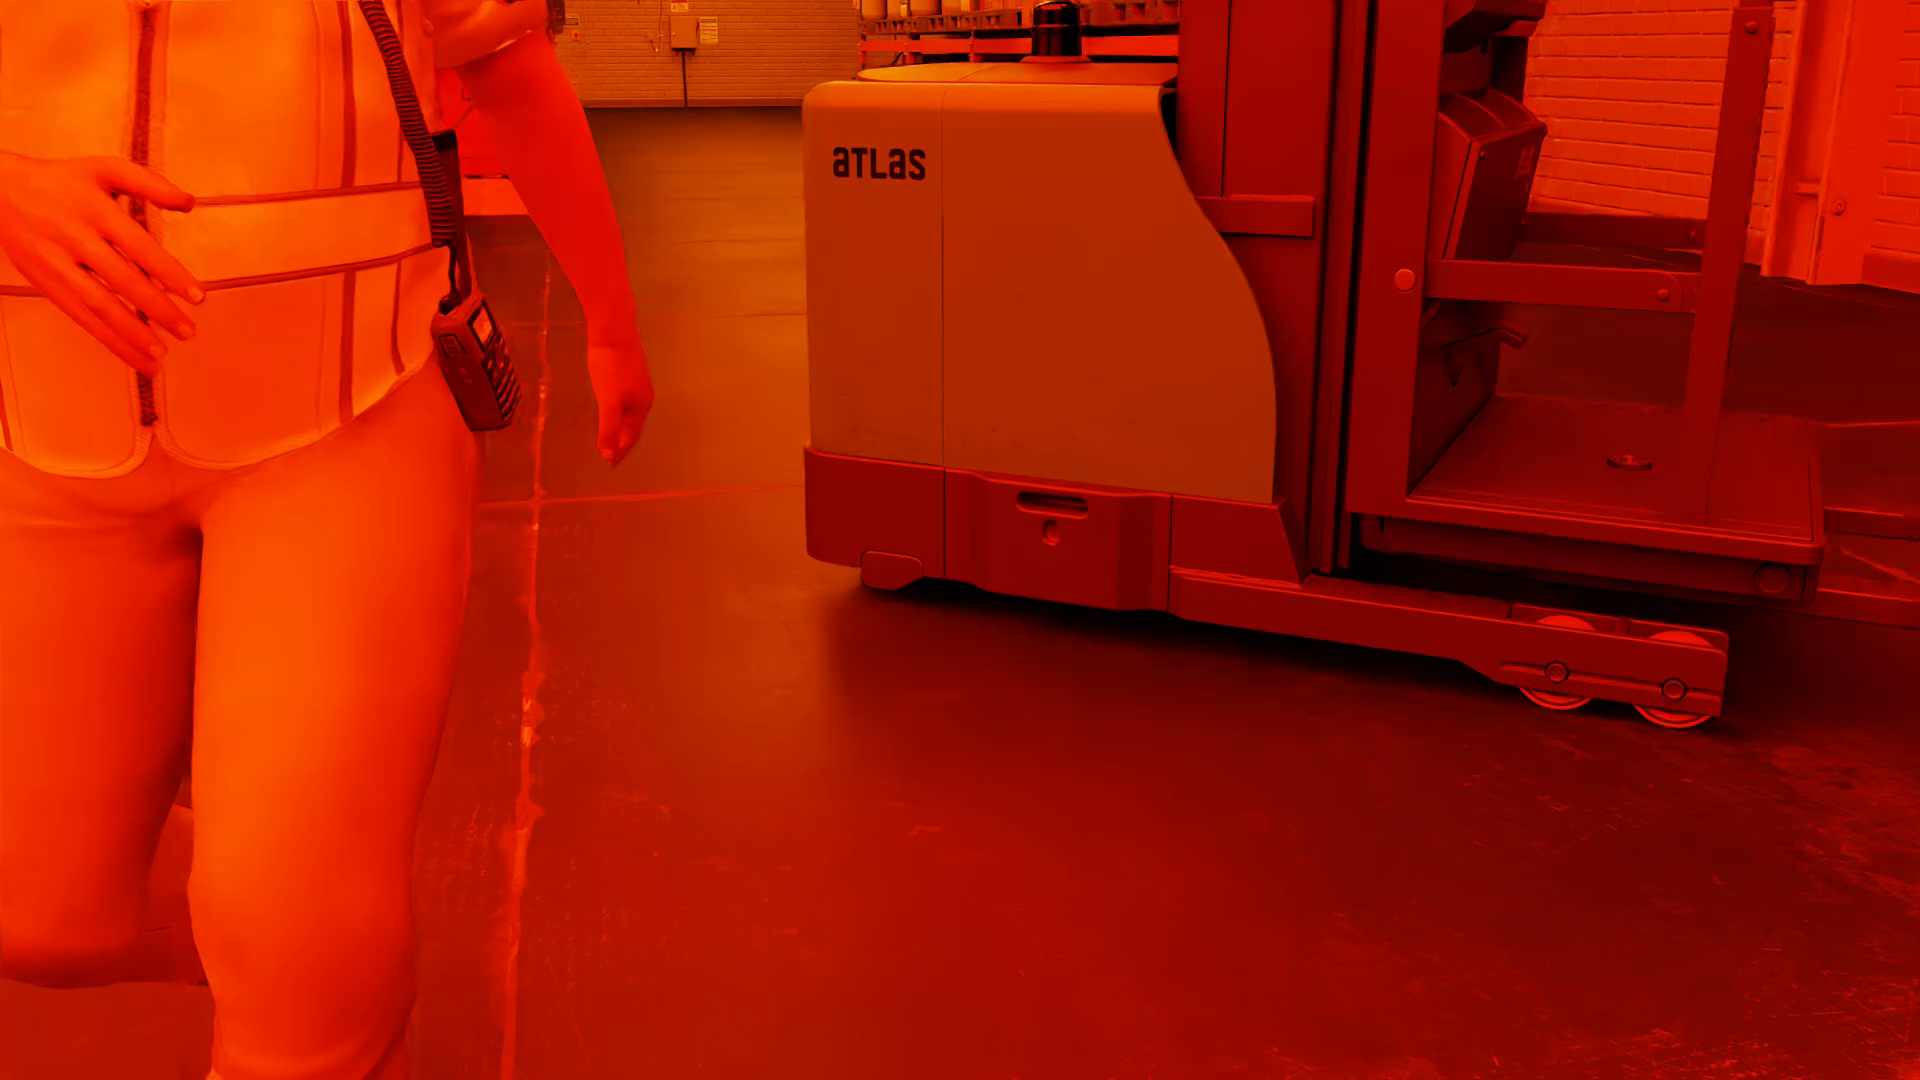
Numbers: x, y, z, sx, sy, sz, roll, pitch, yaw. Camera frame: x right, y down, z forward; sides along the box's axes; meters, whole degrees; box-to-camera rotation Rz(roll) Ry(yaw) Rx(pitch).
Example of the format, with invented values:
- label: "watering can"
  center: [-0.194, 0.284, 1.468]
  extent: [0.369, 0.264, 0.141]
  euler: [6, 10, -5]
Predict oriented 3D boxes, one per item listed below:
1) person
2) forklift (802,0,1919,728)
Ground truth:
- label: "person"
  center: [-0.631, -0.109, 1.478]
  extent: [0.628, 1.678, 0.779]
  euler: [-1, 17, -2]
- label: "forklift"
  center: [1.218, -1.249, 3.071]
  extent: [3.031, 2.935, 1.130]
  euler: [8, 18, 24]
